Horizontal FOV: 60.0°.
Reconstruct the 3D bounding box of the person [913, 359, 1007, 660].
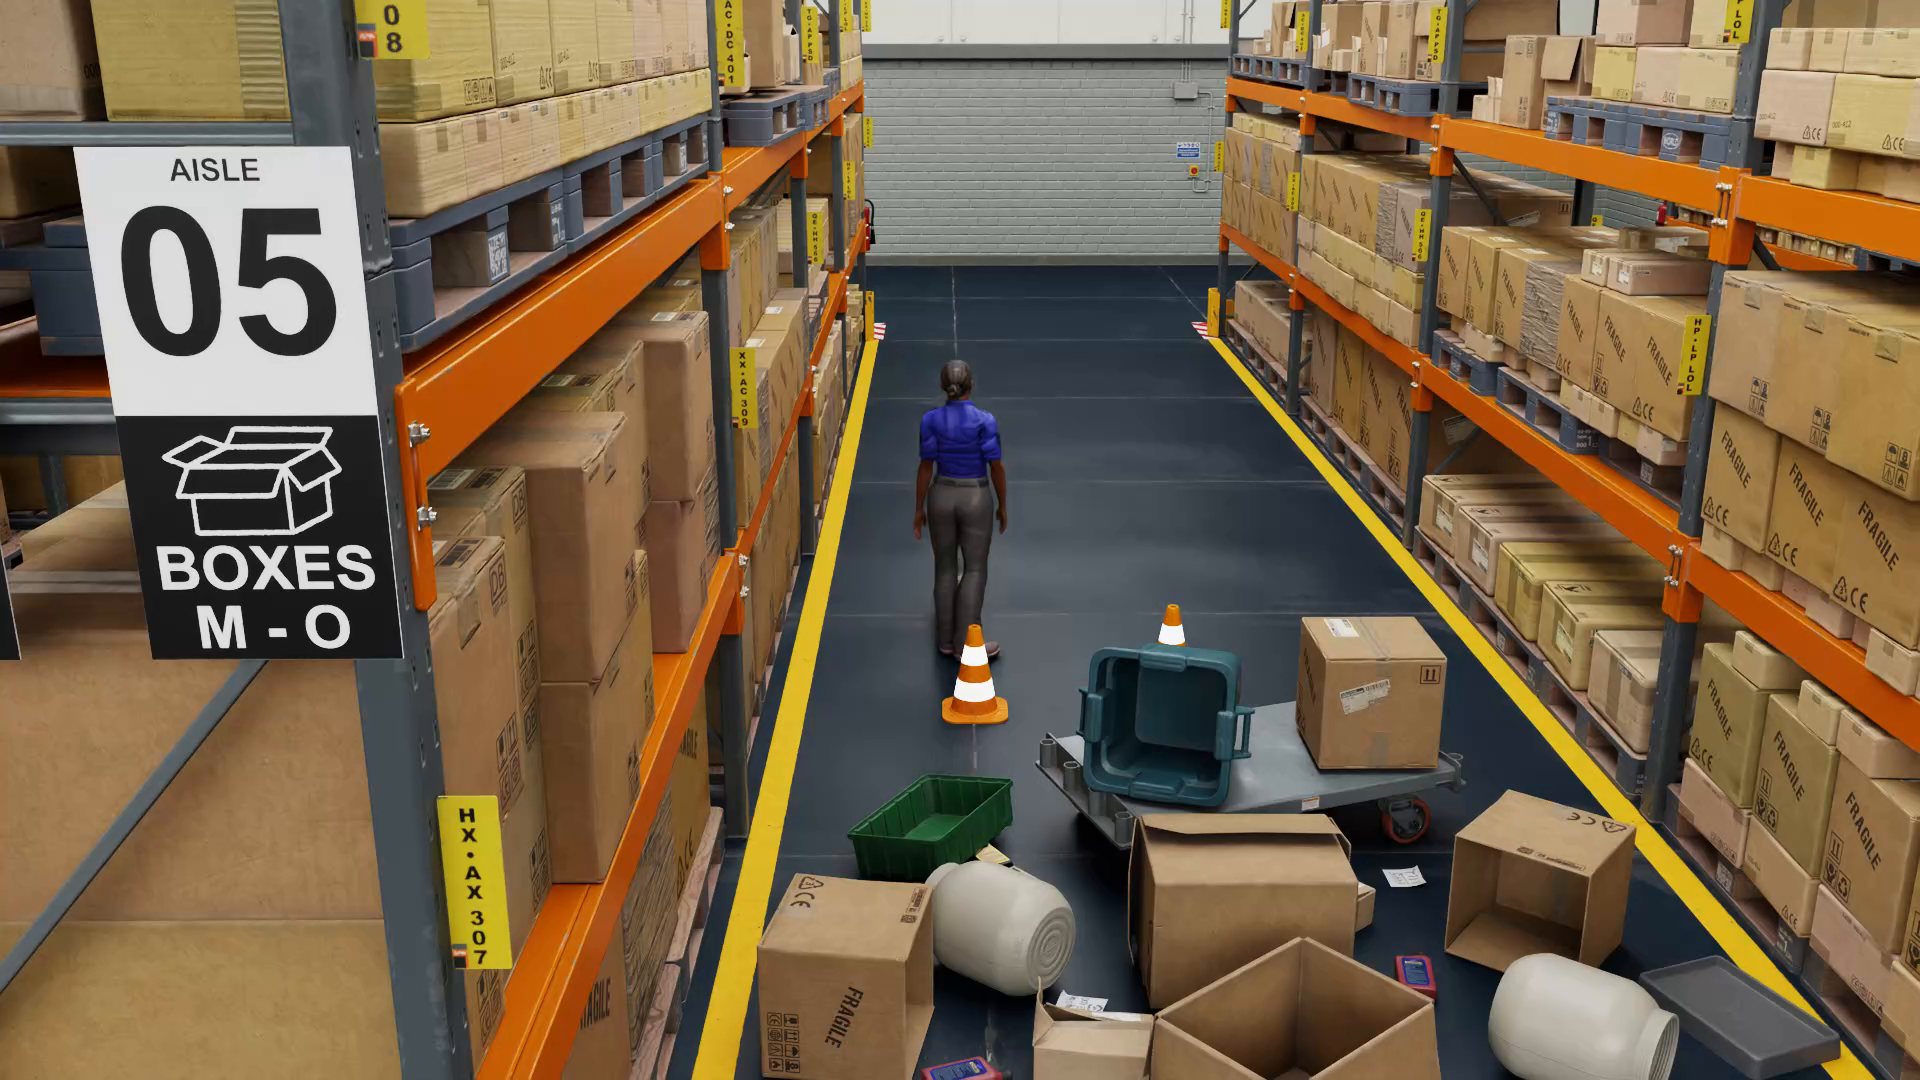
[{"bbox_3d":[0.001,-0.168,9.045,0.502,1.653,0.388,3,18,11],"label":"person"}]
